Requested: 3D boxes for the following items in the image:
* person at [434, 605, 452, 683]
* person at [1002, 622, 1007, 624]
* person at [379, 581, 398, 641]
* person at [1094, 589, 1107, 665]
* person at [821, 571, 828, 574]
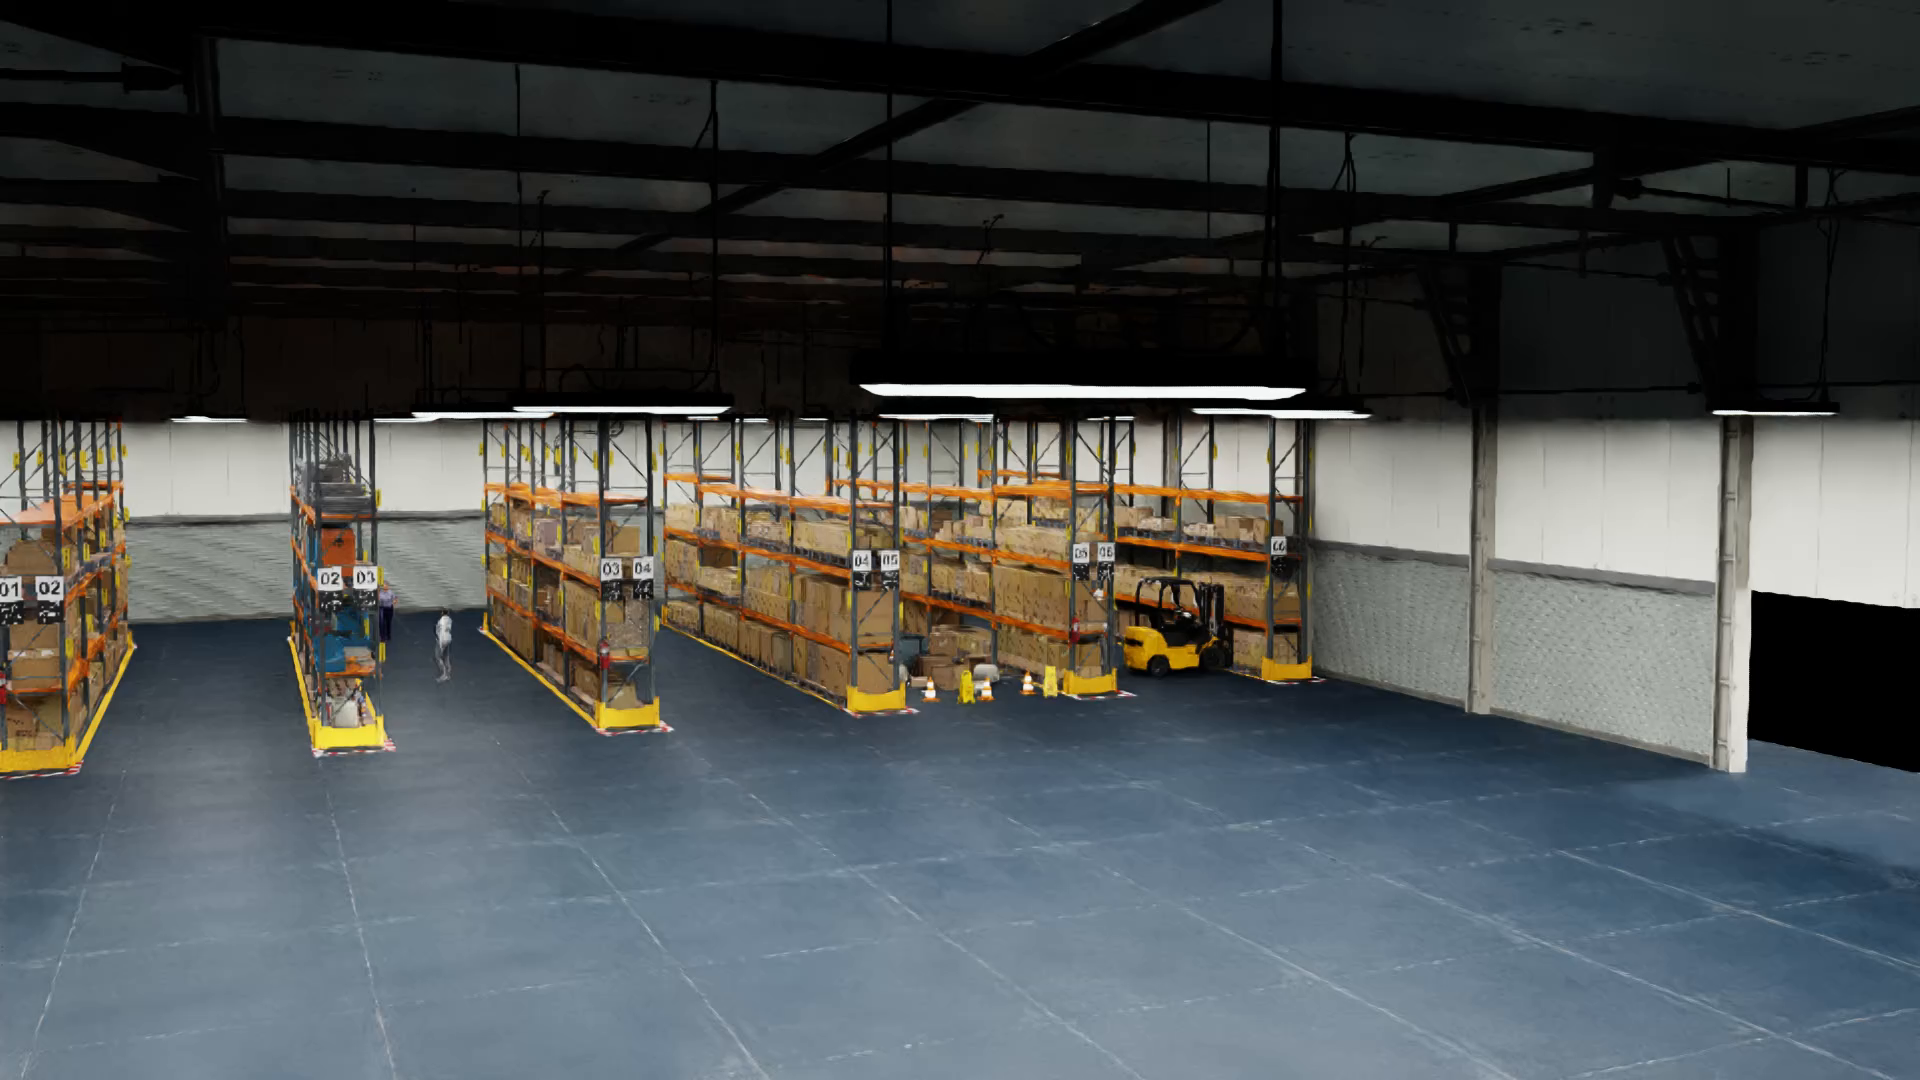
[{"bbox_3d":[-11.513,2.298,36.990,0.398,1.692,0.593,1,4,11],"label":"person"},{"bbox_3d":[1.265,1.803,43.621,0.437,1.786,0.678,1,4,12],"label":"person"},{"bbox_3d":[-15.223,1.851,44.074,0.624,1.578,0.843,-2,5,-28],"label":"person"},{"bbox_3d":[3.287,2.055,39.499,0.537,1.773,0.605,1,4,8],"label":"person"},{"bbox_3d":[-3.813,1.610,47.204,0.571,1.585,0.528,-1,4,-15],"label":"person"}]
